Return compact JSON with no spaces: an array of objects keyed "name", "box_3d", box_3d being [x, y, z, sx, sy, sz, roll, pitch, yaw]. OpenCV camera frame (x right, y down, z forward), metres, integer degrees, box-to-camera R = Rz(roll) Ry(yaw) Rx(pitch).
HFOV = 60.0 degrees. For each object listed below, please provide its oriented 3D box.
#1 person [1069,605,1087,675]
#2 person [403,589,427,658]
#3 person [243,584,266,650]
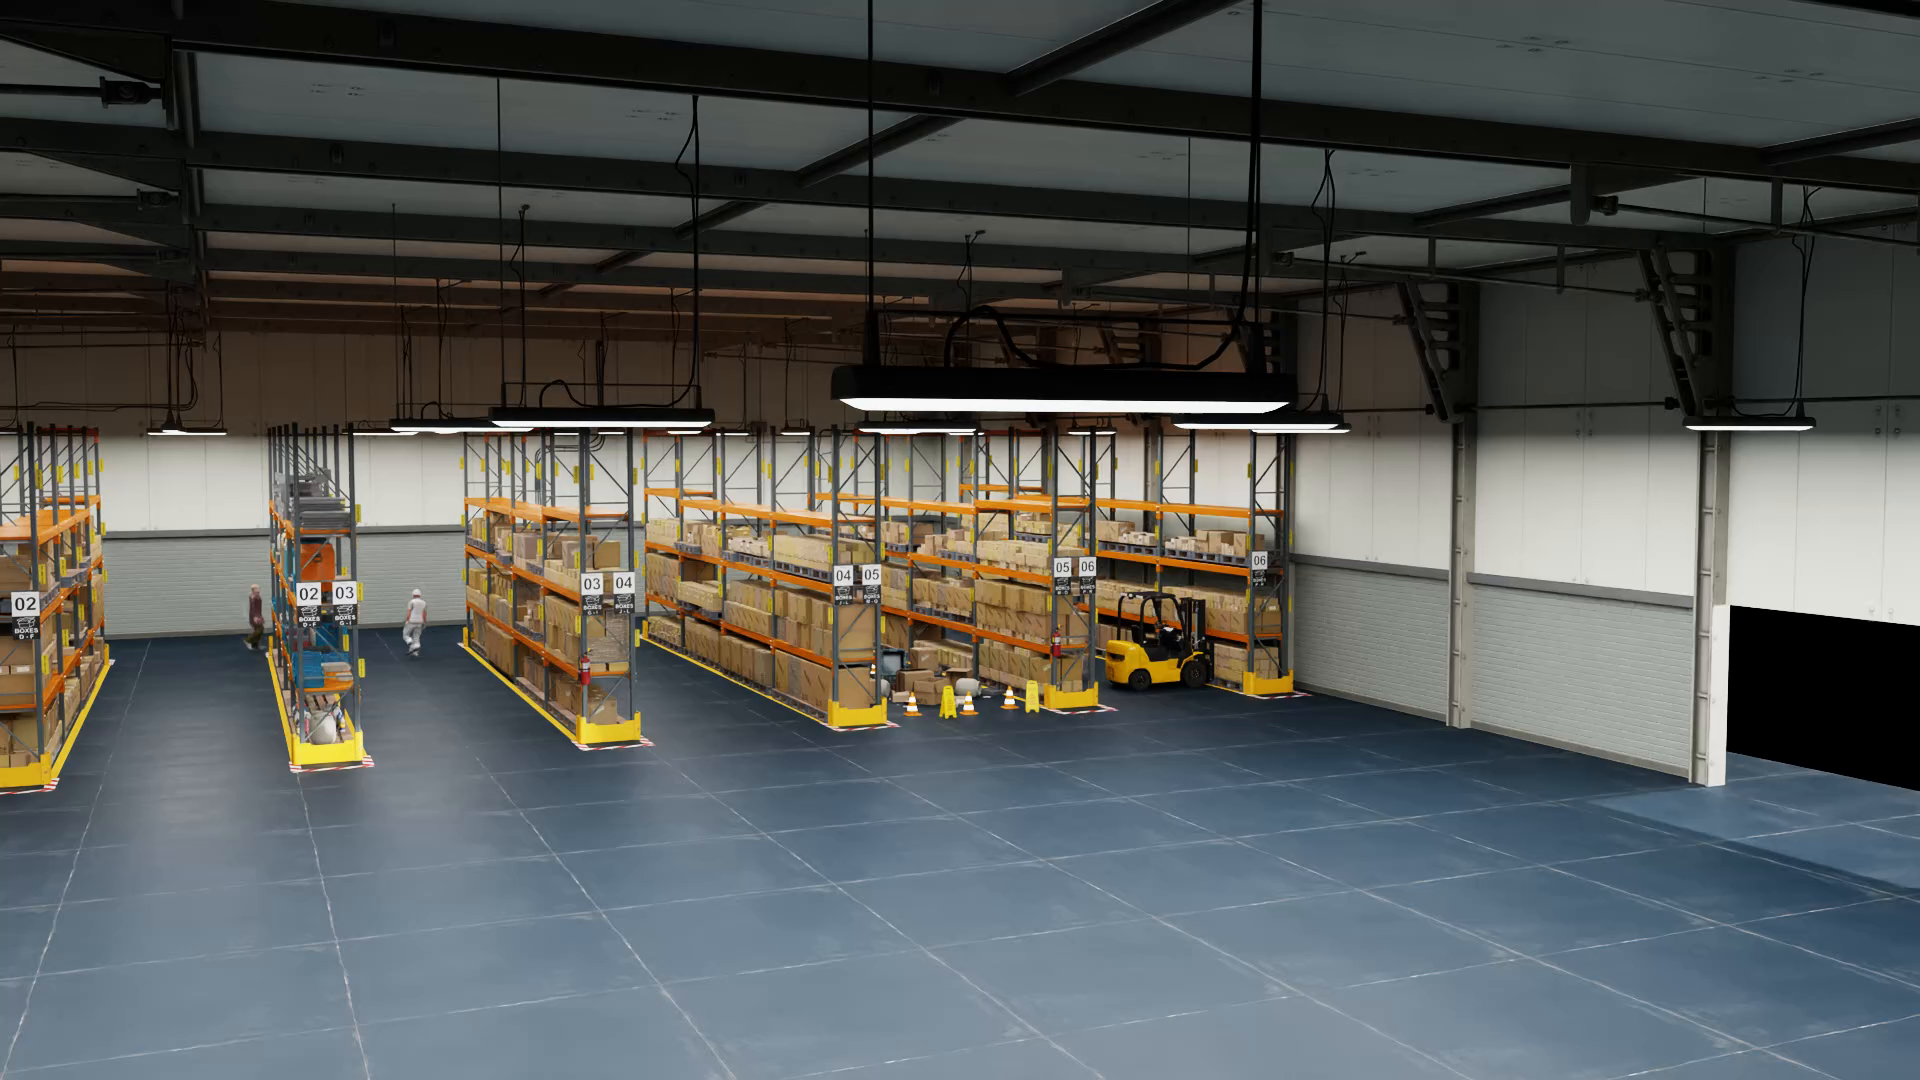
[{"name":"person","box_3d":[2.758,2.422,39.939,0.573,1.726,0.524,-1,4,-14]},{"name":"person","box_3d":[-14.205,2.174,43.374,0.631,1.784,0.480,-3,5,-44]},{"name":"person","box_3d":[-19.022,2.077,44.796,0.566,1.773,0.607,-2,4,-24]}]
